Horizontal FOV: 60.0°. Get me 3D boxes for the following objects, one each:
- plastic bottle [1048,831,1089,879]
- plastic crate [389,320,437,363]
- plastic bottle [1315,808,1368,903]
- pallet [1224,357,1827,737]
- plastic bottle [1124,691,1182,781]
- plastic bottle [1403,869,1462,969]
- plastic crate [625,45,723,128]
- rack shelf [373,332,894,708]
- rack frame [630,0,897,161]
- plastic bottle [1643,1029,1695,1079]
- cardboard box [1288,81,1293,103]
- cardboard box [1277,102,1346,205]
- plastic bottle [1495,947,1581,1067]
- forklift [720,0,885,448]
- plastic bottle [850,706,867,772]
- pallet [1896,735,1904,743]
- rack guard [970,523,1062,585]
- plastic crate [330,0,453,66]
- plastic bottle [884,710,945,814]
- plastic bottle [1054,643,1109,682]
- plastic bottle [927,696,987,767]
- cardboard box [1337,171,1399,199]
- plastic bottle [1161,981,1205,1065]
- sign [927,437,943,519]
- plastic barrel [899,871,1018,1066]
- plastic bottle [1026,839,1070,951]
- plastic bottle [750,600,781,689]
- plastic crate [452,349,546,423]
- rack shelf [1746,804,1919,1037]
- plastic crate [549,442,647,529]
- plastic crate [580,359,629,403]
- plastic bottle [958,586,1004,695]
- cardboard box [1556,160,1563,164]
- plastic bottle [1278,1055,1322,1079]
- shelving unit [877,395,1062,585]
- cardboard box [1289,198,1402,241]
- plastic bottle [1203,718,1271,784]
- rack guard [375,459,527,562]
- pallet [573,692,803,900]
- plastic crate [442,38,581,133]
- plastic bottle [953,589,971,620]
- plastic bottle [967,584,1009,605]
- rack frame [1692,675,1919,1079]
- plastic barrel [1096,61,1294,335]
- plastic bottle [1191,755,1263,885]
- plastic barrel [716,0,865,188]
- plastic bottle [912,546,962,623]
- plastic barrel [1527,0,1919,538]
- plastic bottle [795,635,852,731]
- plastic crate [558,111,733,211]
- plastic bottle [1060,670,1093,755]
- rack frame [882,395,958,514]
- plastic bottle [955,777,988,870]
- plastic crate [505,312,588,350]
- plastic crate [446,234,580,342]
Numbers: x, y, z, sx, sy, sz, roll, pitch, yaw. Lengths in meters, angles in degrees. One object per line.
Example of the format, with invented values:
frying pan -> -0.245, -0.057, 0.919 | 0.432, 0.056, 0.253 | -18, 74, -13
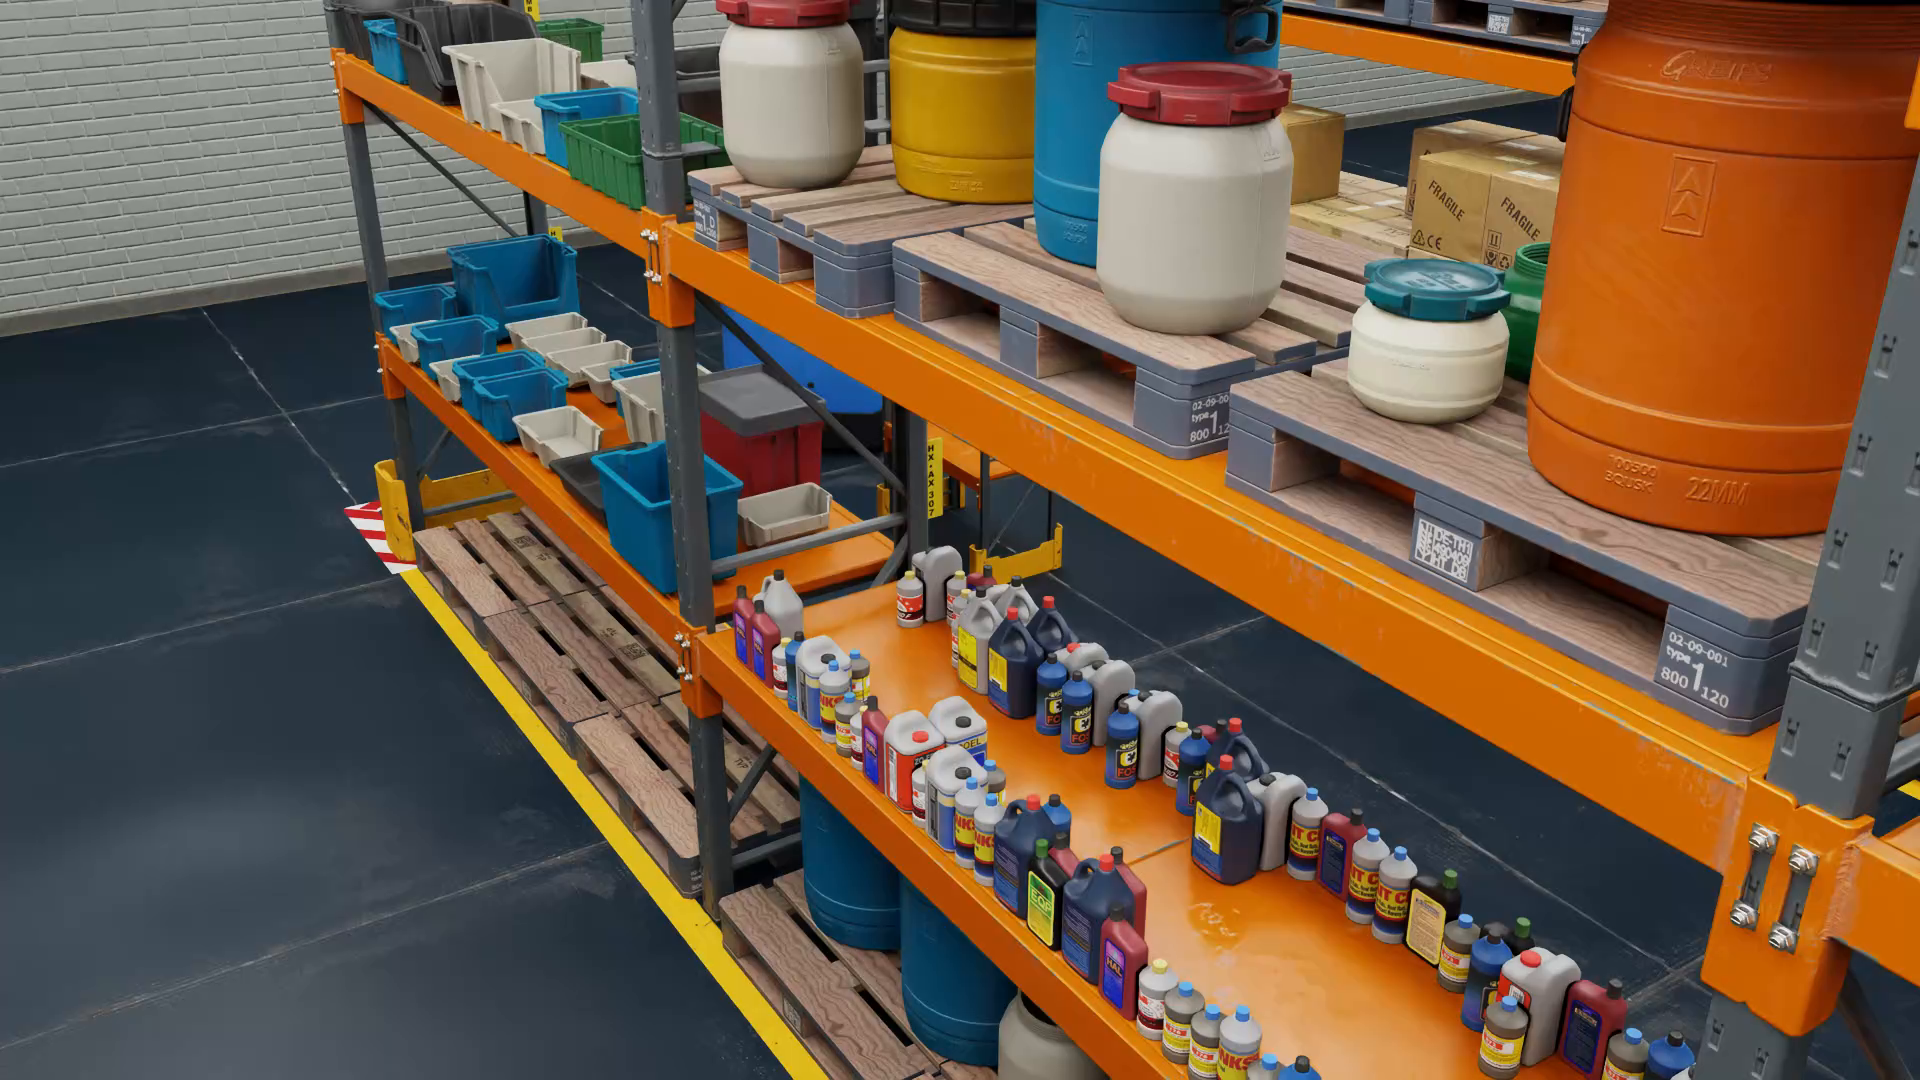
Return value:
plastic bottle -> 0.286, 0.920, 4.424 | 0.061, 0.283, 0.133 | -16, 29, -30
plastic crate -> -2.791, -1.021, 8.638 | 0.250, 0.136, 0.298 | -16, 29, -30
plastic bottle -> 1.053, 0.848, 4.577 | 0.061, 0.283, 0.133 | -16, 29, -30
pallet -> 1.275, -0.118, 3.194 | 1.003, 0.211, 1.213 | -16, 29, -30
plastic bottle -> 0.588, 0.582, 5.148 | 0.152, 0.276, 0.135 | -16, 29, -30
plastic bottle -> 1.232, 0.965, 4.328 | 0.061, 0.283, 0.133 | -16, 29, -30
plastic crate -> -1.021, -1.787, 6.661 | 0.497, 0.269, 0.590 | -16, 29, -30
rack shelf -> -1.664, -0.372, 7.866 | 1.077, 0.370, 4.000 | -16, 29, -30
rack frame -> -0.573, -2.694, 4.917 | 1.000, 3.000, 0.127 | -16, 29, -30
plastic bottle -> 1.605, 1.229, 3.783 | 0.097, 0.271, 0.097 | 0, 25, 0
cardboard box -> 1.880, -2.859, 11.242 | 0.500, 0.500, 0.500 | -15, 29, -29
cardboard box -> 1.990, -2.375, 10.216 | 0.500, 0.500, 0.500 | -16, 30, -31
plastic bottle -> 1.393, 1.110, 4.031 | 0.152, 0.276, 0.135 | -16, 29, -30
forklift -> -0.962, -2.511, 11.636 | 1.130, 2.935, 3.031 | 1, 25, 2
plastic bottle -> -0.293, 0.611, 5.175 | 0.097, 0.201, 0.097 | 0, 25, 0
pallet -> 4.732, 0.820, 7.765 | 1.003, 0.211, 1.213 | -16, 29, -30
rack guard -> 0.313, 0.092, 9.262 | 0.587, 0.250, 0.087 | -16, 29, -30
plastic crate -> -2.779, -2.507, 8.186 | 0.497, 0.269, 0.590 | -16, 29, -30
plastic bottle -> -0.134, 0.660, 4.983 | 0.152, 0.276, 0.135 | -16, 29, -30
plastic bottle -> 0.388, 0.451, 5.426 | 0.152, 0.276, 0.135 | -16, 29, -30
plastic bottle -> -0.006, 0.625, 5.058 | 0.152, 0.276, 0.135 | -16, 29, -30
cardboard box -> 2.435, -2.158, 10.635 | 0.500, 0.250, 0.500 | -17, 30, -31
plastic bottle -> 0.540, 1.157, 4.019 | 0.097, 0.201, 0.097 | 0, 25, 0
sign -> -0.111, -0.234, 6.408 | 0.100, 0.325, 0.005 | -16, 29, -30
plastic barrel -> 0.097, 1.229, 5.598 | 0.600, 0.901, 0.708 | -16, 29, -30
plastic bottle -> 0.235, 0.934, 4.394 | 0.061, 0.283, 0.133 | -16, 29, -30
plastic bottle -> -0.657, 0.349, 5.633 | 0.061, 0.283, 0.133 | -16, 29, -30
plastic crate -> -2.178, -0.728, 7.904 | 0.416, 0.233, 0.300 | -16, 29, -30
rack shelf -> 2.703, 1.133, 1.164 | 1.077, 0.370, 4.000 | -16, 29, -30
plastic crate -> -1.409, -0.222, 6.959 | 0.437, 0.125, 0.590 | -16, 29, -30
plastic crate -> -1.663, -0.768, 8.102 | 0.298, 0.136, 0.250 | -16, 29, -30
plastic bottle -> 0.083, 0.327, 5.602 | 0.144, 0.351, 0.185 | -16, 29, -30
cardboard box -> 3.530, -1.773, 8.940 | 0.500, 0.500, 0.500 | -16, 29, -30
plastic bottle -> 0.753, 1.264, 3.709 | 0.097, 0.271, 0.097 | 0, 25, 0
shelving unit -> 0.042, -0.651, 9.372 | 0.587, 1.500, 1.083 | -16, 29, -30
cardboard box -> 2.279, -1.848, 9.979 | 0.500, 0.250, 0.500 | -16, 30, -31
plastic bottle -> 0.805, 0.687, 4.838 | 0.144, 0.351, 0.185 | -16, 29, -30
rack guard -> -2.780, -0.287, 9.773 | 1.175, 0.500, 0.348 | -16, 29, -30
pallet -> -1.006, 1.025, 7.330 | 1.003, 0.211, 1.213 | -16, 29, -30
plastic crate -> -1.805, -1.850, 6.781 | 0.437, 0.282, 0.530 | -16, 29, -30
plastic bottle -> 0.022, 0.271, 5.895 | 0.097, 0.201, 0.097 | 0, 25, 0
plastic bottle -> 0.113, 0.271, 5.808 | 0.152, 0.276, 0.135 | -16, 29, -30
rack frame -> 1.611, 1.449, 3.167 | 1.000, 3.000, 0.127 | -16, 29, -30
plastic barrel -> 0.517, -0.758, 3.676 | 0.433, 0.535, 0.433 | 0, 25, 0
plastic bottle -> 0.751, 0.771, 4.661 | 0.144, 0.351, 0.185 | -16, 29, -30
plastic barrel -> -0.495, -1.343, 4.916 | 0.433, 0.535, 0.433 | 0, 25, 0
plastic bottle -> -0.087, 0.140, 6.085 | 0.152, 0.276, 0.135 | -16, 29, -30
plastic barrel -> 1.304, -0.495, 2.776 | 0.600, 0.830, 0.708 | -16, 29, -30
plastic bottle -> -0.439, 0.460, 5.408 | 0.152, 0.276, 0.135 | -16, 29, -30
plastic crate -> -1.057, -1.323, 5.774 | 0.450, 0.188, 0.662 | -16, 29, -30
plastic bottle -> 0.367, 0.537, 5.249 | 0.097, 0.271, 0.097 | 0, 25, 0
rack frame -> -0.231, -0.830, 9.750 | 0.500, 1.500, 0.032 | -16, 29, -30
plastic bottle -> 0.033, 0.793, 4.707 | 0.097, 0.271, 0.097 | 0, 25, 0
plastic crate -> -2.159, -1.071, 8.743 | 0.396, 0.136, 0.243 | -16, 29, -30
plastic crate -> -2.417, -1.379, 9.046 | 0.616, 0.435, 0.499 | -16, 29, -30
